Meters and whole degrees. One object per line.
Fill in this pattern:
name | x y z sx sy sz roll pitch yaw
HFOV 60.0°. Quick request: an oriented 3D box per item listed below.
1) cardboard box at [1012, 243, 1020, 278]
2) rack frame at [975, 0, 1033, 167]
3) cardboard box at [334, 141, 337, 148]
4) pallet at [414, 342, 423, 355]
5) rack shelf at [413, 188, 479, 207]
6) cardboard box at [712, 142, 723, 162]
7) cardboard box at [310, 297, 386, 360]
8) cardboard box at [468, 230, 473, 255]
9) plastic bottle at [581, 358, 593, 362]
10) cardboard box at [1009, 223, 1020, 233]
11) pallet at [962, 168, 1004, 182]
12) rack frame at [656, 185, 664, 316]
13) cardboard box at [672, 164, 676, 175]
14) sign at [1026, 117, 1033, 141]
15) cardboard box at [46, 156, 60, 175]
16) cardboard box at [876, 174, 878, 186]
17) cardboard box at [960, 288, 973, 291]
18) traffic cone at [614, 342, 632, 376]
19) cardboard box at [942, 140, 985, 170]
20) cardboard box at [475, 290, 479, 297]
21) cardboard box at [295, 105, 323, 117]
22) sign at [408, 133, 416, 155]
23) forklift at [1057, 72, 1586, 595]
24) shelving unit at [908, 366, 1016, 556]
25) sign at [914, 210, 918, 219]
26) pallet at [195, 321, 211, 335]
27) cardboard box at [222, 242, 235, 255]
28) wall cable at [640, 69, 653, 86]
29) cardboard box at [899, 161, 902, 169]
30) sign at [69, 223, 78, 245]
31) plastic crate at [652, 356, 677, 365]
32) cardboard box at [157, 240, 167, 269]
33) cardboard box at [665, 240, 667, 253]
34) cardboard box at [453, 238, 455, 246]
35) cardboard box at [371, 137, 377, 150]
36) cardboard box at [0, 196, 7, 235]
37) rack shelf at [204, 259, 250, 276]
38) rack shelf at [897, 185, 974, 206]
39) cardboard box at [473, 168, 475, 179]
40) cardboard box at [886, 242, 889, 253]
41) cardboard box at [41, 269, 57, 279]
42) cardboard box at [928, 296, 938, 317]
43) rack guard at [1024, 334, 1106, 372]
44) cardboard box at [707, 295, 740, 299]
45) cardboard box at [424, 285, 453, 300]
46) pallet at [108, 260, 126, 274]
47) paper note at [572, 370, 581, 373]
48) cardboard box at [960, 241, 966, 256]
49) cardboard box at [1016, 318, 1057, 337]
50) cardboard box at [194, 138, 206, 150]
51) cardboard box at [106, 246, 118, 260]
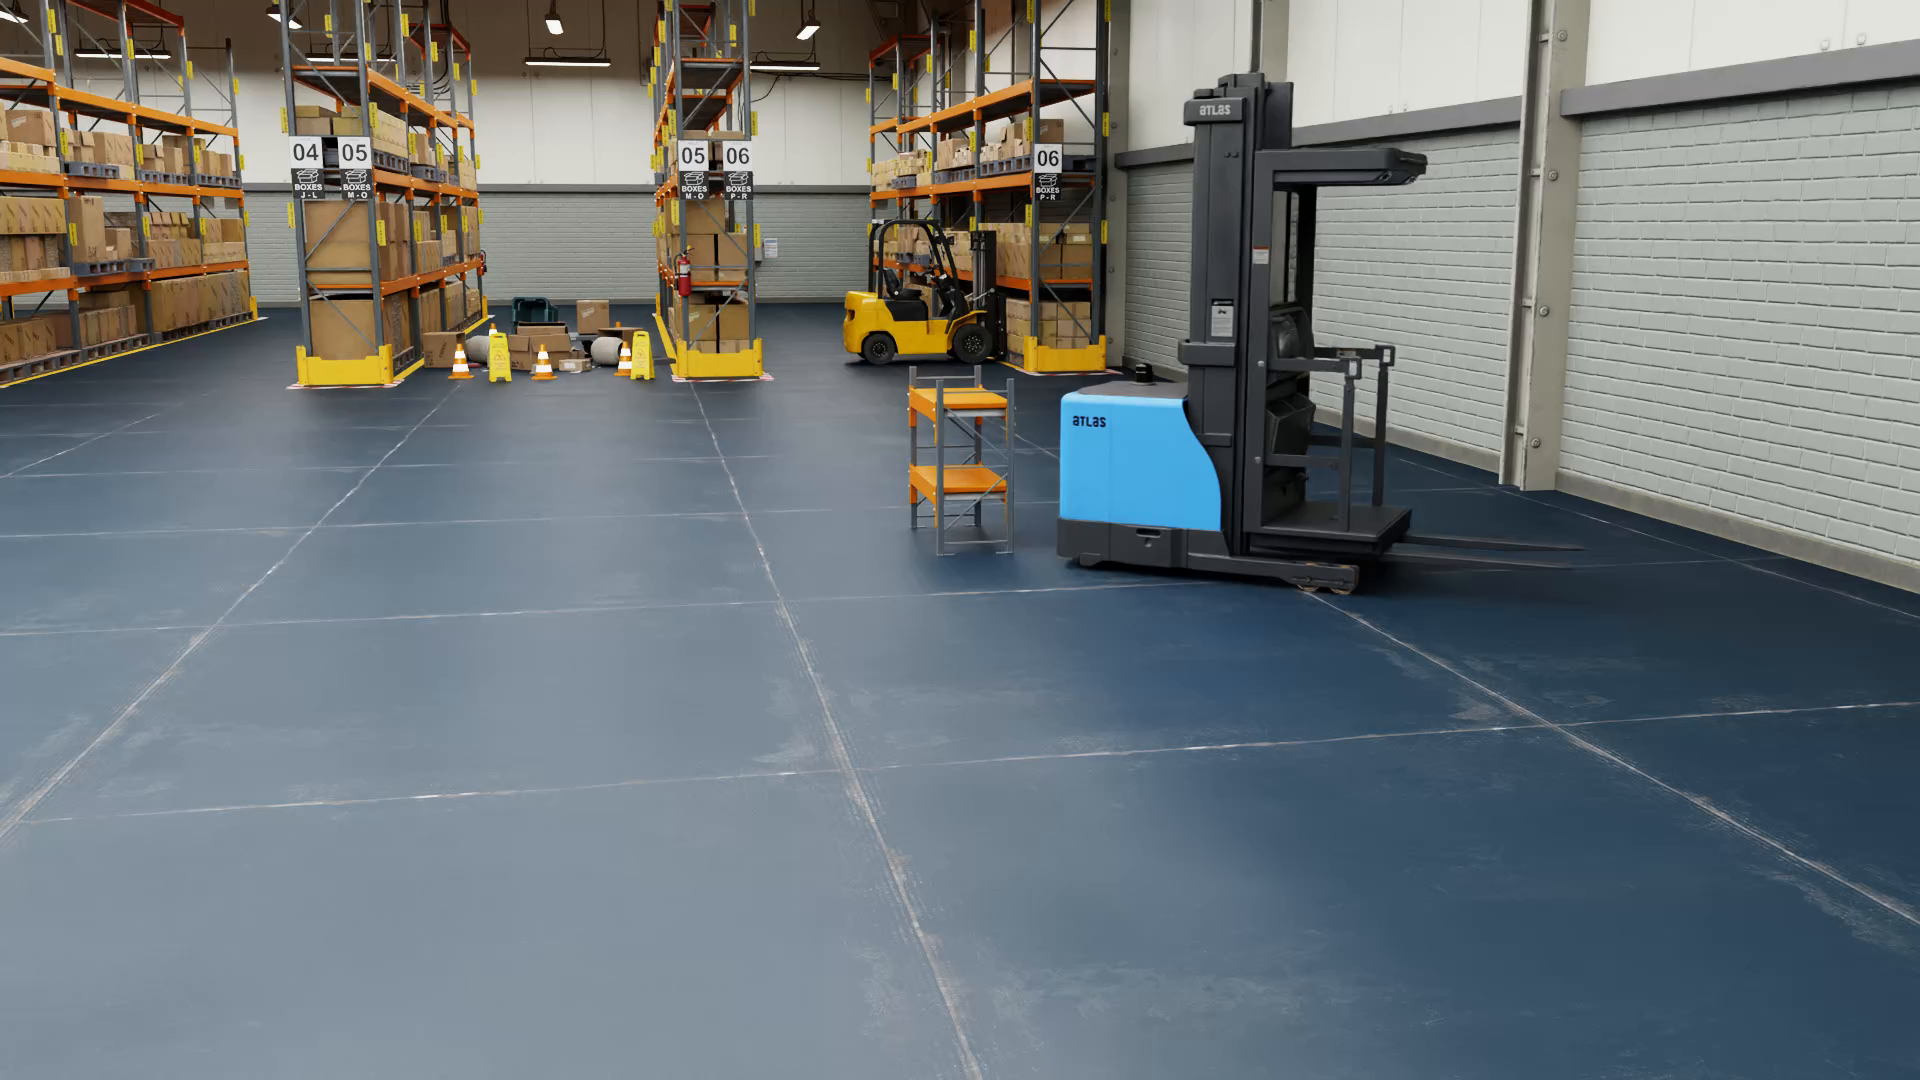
cardboard box | 1.076 -4.174 24.834 0.500 0.500 0.500 -2 11 -9
rack frame | 0.743 -7.629 27.211 1.000 3.000 0.127 -2 11 -11
cardboard box | -8.778 -5.409 22.854 0.380 0.149 0.250 -2 11 -12
pallet | -9.185 -3.071 26.767 1.003 0.211 1.213 -2 11 -11
rack shelf | -10.906 -7.256 35.200 1.077 0.370 4.000 -2 11 -11
cardboard box | -3.184 -5.415 23.207 0.500 0.250 0.500 -2 11 -12
cardboard box | -8.380 -2.853 22.723 0.875 0.875 0.875 -2 11 -11
cardboard box | -10.532 -6.249 34.942 0.500 0.500 0.500 -2 11 -12
plastic bottle | -5.714 -2.752 25.493 0.133 0.061 0.283 0 11 -1
cardboard box | 0.954 -4.703 25.088 0.380 0.149 0.250 -2 11 -10
pallet | 0.559 -6.223 28.357 0.805 0.209 1.217 -3 11 -13
rack frame | -6.459 -6.702 38.384 1.000 3.000 0.127 -2 11 -11
cardboard box | -4.033 -5.453 24.471 0.380 0.149 0.250 -2 11 -12
sign | 0.986 -5.801 23.472 0.100 0.325 0.005 -2 11 -11
cardboard box | -13.501 -5.466 24.271 0.500 0.250 0.500 -2 11 -9
cardboard box | -1.654 -8.245 38.076 0.500 0.250 0.500 -2 11 -10
cardboard box | 0.169 -4.819 32.323 0.380 0.149 0.250 -2 11 -8
traffic cone | -4.696 -2.553 23.371 0.336 0.463 0.334 -2 11 -11
cardboard box | 0.063 -6.963 30.077 0.700 0.500 0.500 -2 11 -12
cardboard box | -10.776 -5.422 36.572 0.380 0.149 0.250 -2 11 -12
cardboard box | -8.581 -5.615 21.802 0.380 0.149 0.250 -2 11 -10
sign | -8.417 -6.089 25.548 0.100 0.325 0.005 -2 11 -11
forklift | 2.162 -1.239 9.867 3.031 2.935 1.130 5 12 24
shelving unit | -0.001 -0.554 11.098 0.538 1.125 1.048 -2 11 -11
sign | -1.042 -7.623 39.284 0.100 0.325 0.005 -2 11 -11
pallet | -15.178 -4.099 32.167 1.003 0.211 1.213 -2 11 -11
cardboard box | -15.628 -6.148 35.081 0.500 0.250 0.500 -3 11 -13
wall cable | -7.103 -10.709 43.391 2.355 3.000 0.029 -2 11 -11
cardboard box | -1.055 -7.736 34.280 0.380 0.149 0.250 -2 11 -12
sign | -13.315 -4.587 24.957 0.100 0.325 0.005 -2 11 -11
plastic crate | -4.624 -2.749 25.424 0.402 0.080 0.583 -6 13 -31
cardboard box | -14.554 -5.117 29.789 0.500 0.500 0.500 -2 11 -13
cardboard box | -5.246 -5.486 31.060 0.500 0.250 0.500 -2 11 -11
cardboard box | -10.193 -5.884 32.843 0.380 0.149 0.250 -2 11 -11
cardboard box | -7.935 -5.249 22.009 0.380 0.149 0.250 -2 11 -11
cardboard box | -12.998 -4.296 22.007 0.500 0.500 0.500 -2 11 -11
rack shelf | -15.791 -5.621 34.630 1.077 0.370 4.000 -2 11 -11
rack shelf | -0.424 -6.902 33.341 1.077 0.370 4.000 -2 11 -11
cardboard box | -10.956 -8.073 36.632 0.500 0.250 0.500 -2 11 -13
cardboard box | -1.347 -6.489 36.874 0.500 0.250 0.500 -2 11 -11
cardboard box | -13.329 -3.852 24.085 0.380 0.149 0.250 -2 11 -11
cardboard box | -0.328 -4.464 32.188 0.500 0.500 0.500 -2 11 -9
rack guard | 1.526 -2.716 24.128 1.175 0.500 0.348 -2 11 -11
cardboard box | -3.747 -3.626 26.449 0.500 0.500 0.500 -2 11 -12
cardboard box | -9.734 -4.611 30.955 0.500 0.250 0.500 -2 11 -12
pallet | -14.199 -4.418 26.900 1.003 0.211 1.213 -2 11 -11
paper note | -5.483 -2.410 23.774 0.148 0.019 0.142 -6 13 -31
cardboard box | 0.290 -5.029 28.658 0.500 0.250 0.500 -2 11 -12
cardboard box | 1.120 -3.127 24.498 0.500 0.250 0.500 -2 11 -12
cardboard box | -15.797 -8.117 34.133 0.500 0.250 0.500 -2 11 -13
cardboard box | -14.035 -4.718 27.199 0.396 0.266 0.258 -2 11 -13
